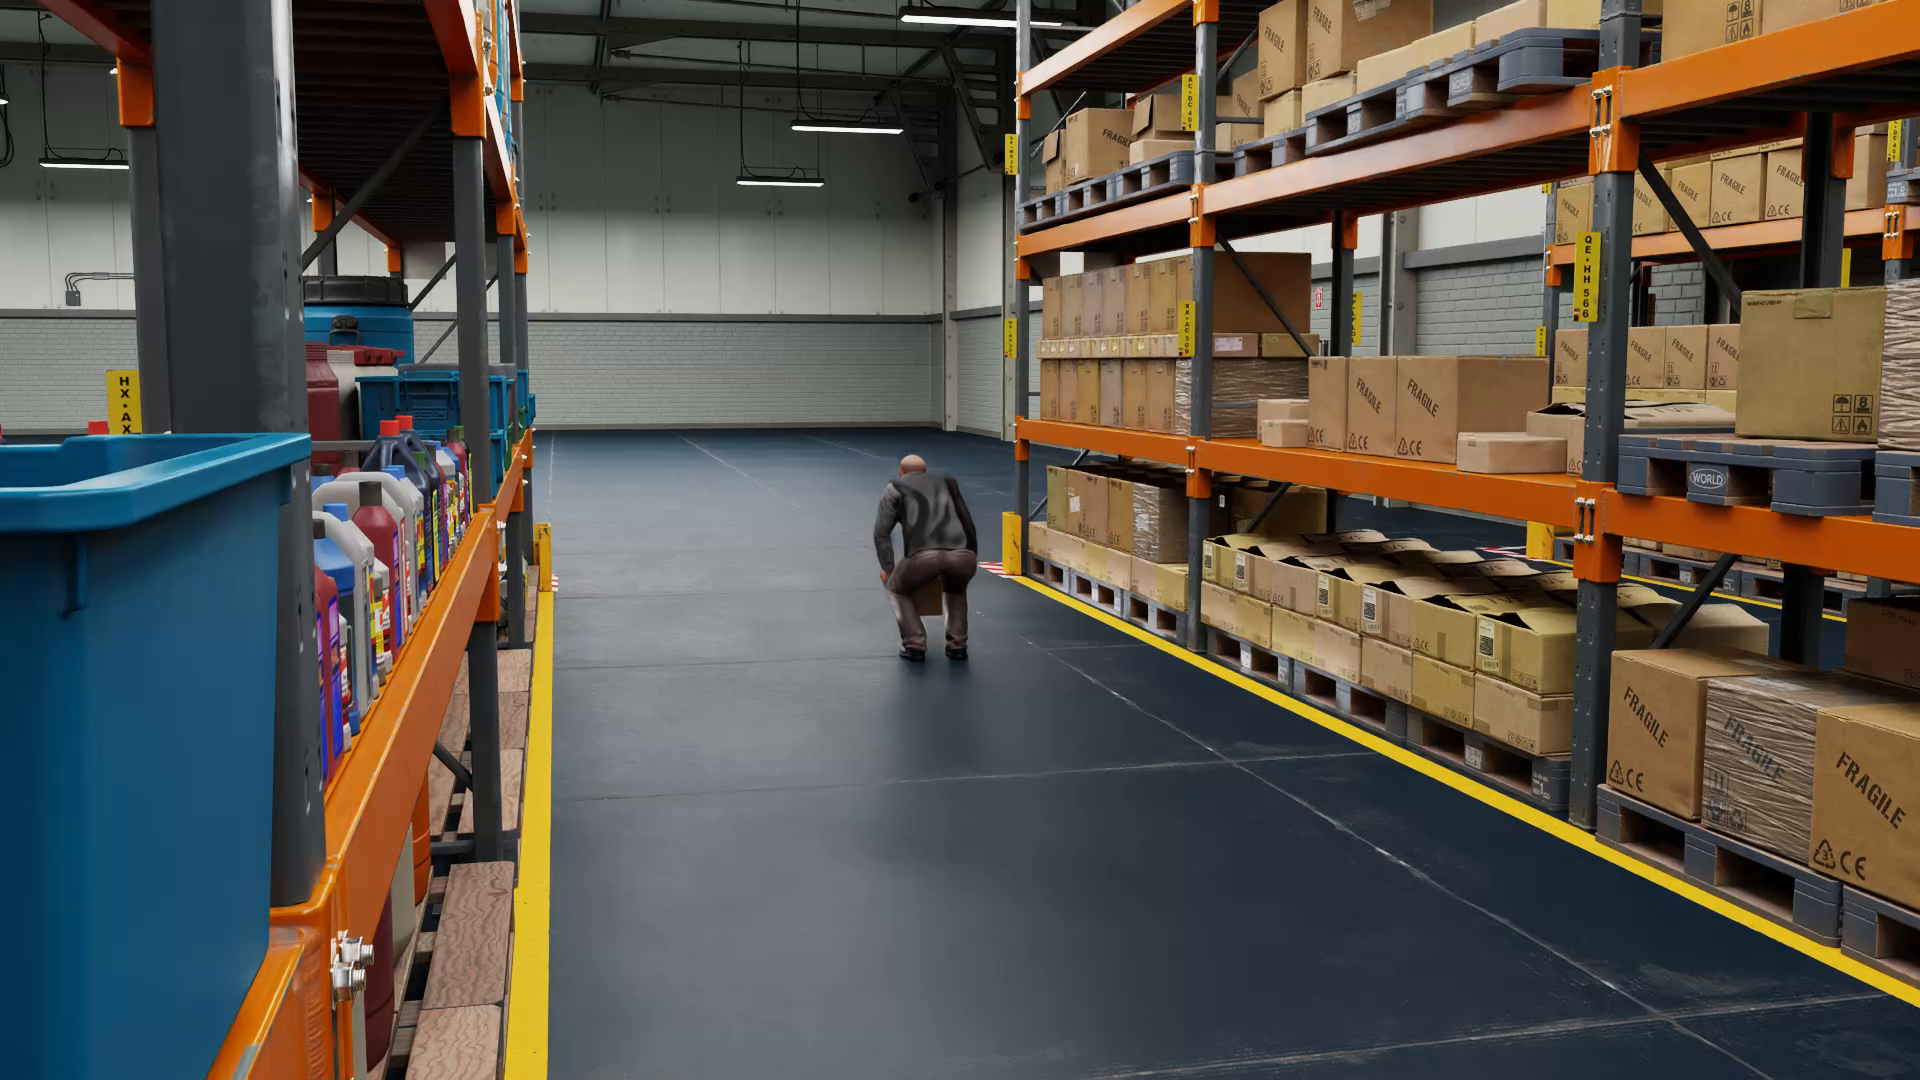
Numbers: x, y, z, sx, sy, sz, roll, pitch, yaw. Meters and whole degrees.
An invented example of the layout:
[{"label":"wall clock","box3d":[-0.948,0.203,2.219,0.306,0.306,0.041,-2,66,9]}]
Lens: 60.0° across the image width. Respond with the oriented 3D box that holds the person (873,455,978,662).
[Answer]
[{"label":"person","box3d":[-0.209,0.105,10.035,0.579,1.205,0.798,-1,6,-14]}]
